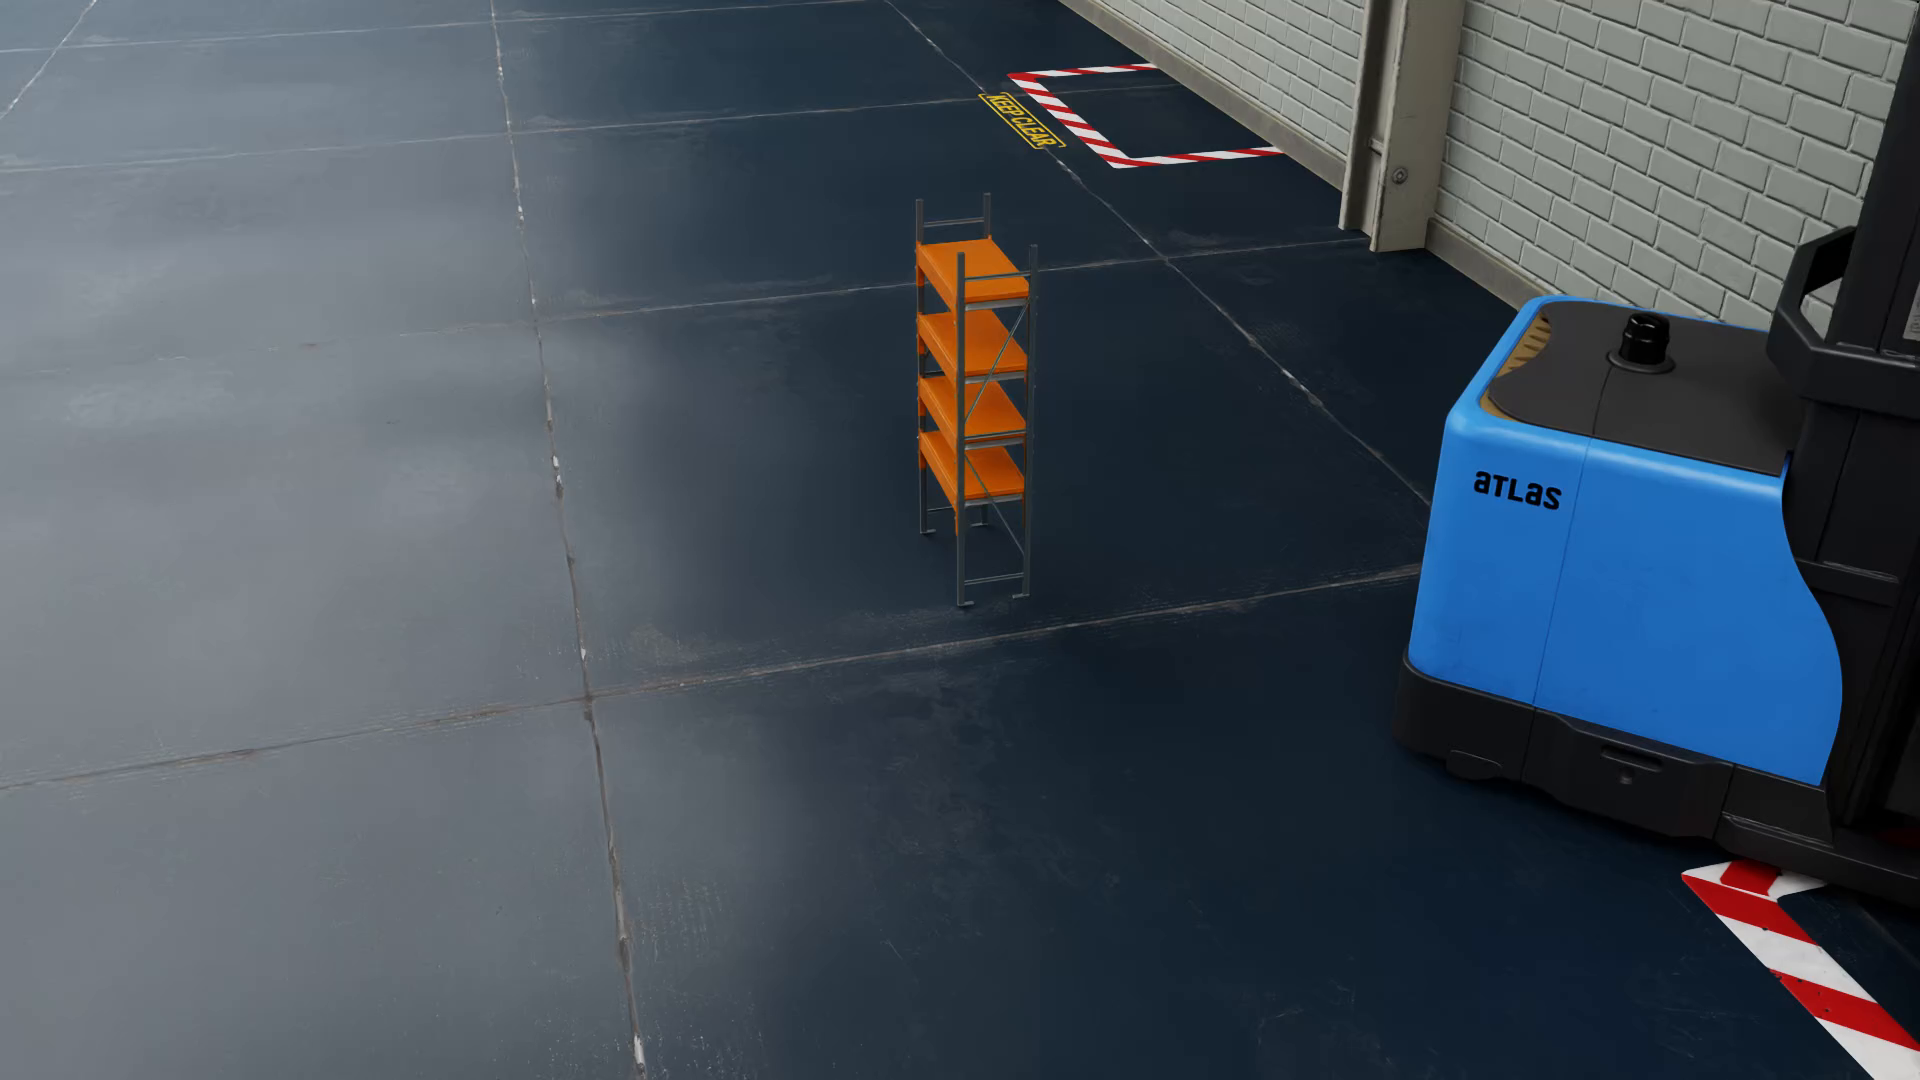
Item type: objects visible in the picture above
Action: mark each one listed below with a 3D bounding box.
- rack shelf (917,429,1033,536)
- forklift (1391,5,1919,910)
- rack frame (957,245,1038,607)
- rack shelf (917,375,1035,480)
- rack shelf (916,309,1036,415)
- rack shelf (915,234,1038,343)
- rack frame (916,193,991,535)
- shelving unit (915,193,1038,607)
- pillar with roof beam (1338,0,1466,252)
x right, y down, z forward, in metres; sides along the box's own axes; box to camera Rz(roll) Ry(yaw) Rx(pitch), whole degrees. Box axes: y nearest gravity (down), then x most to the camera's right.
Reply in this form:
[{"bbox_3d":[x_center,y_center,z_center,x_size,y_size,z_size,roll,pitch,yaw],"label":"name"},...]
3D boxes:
[{"bbox_3d":[0.044,-0.209,5.444,0.258,0.148,0.480,-8,31,-13],"label":"rack shelf"},{"bbox_3d":[2.754,-0.506,3.698,3.031,2.935,1.130,16,34,25],"label":"forklift"},{"bbox_3d":[0.109,-0.321,5.108,0.240,1.200,0.015,-8,31,-13],"label":"rack frame"},{"bbox_3d":[0.044,-0.381,5.345,0.258,0.148,0.480,-8,31,-13],"label":"rack shelf"},{"bbox_3d":[0.044,-0.575,5.233,0.258,0.148,0.480,-8,31,-13],"label":"rack shelf"},{"bbox_3d":[0.044,-0.779,5.114,0.258,0.148,0.480,-8,31,-13],"label":"rack shelf"},{"bbox_3d":[-0.021,-0.557,5.515,0.240,1.200,0.015,-8,31,-13],"label":"rack frame"},{"bbox_3d":[0.044,-0.439,5.311,0.258,1.200,0.503,-8,31,-13],"label":"shelving unit"},{"bbox_3d":[-2.011,-4.856,5.157,9.100,9.000,0.400,-8,31,-13],"label":"pillar with roof beam"}]
